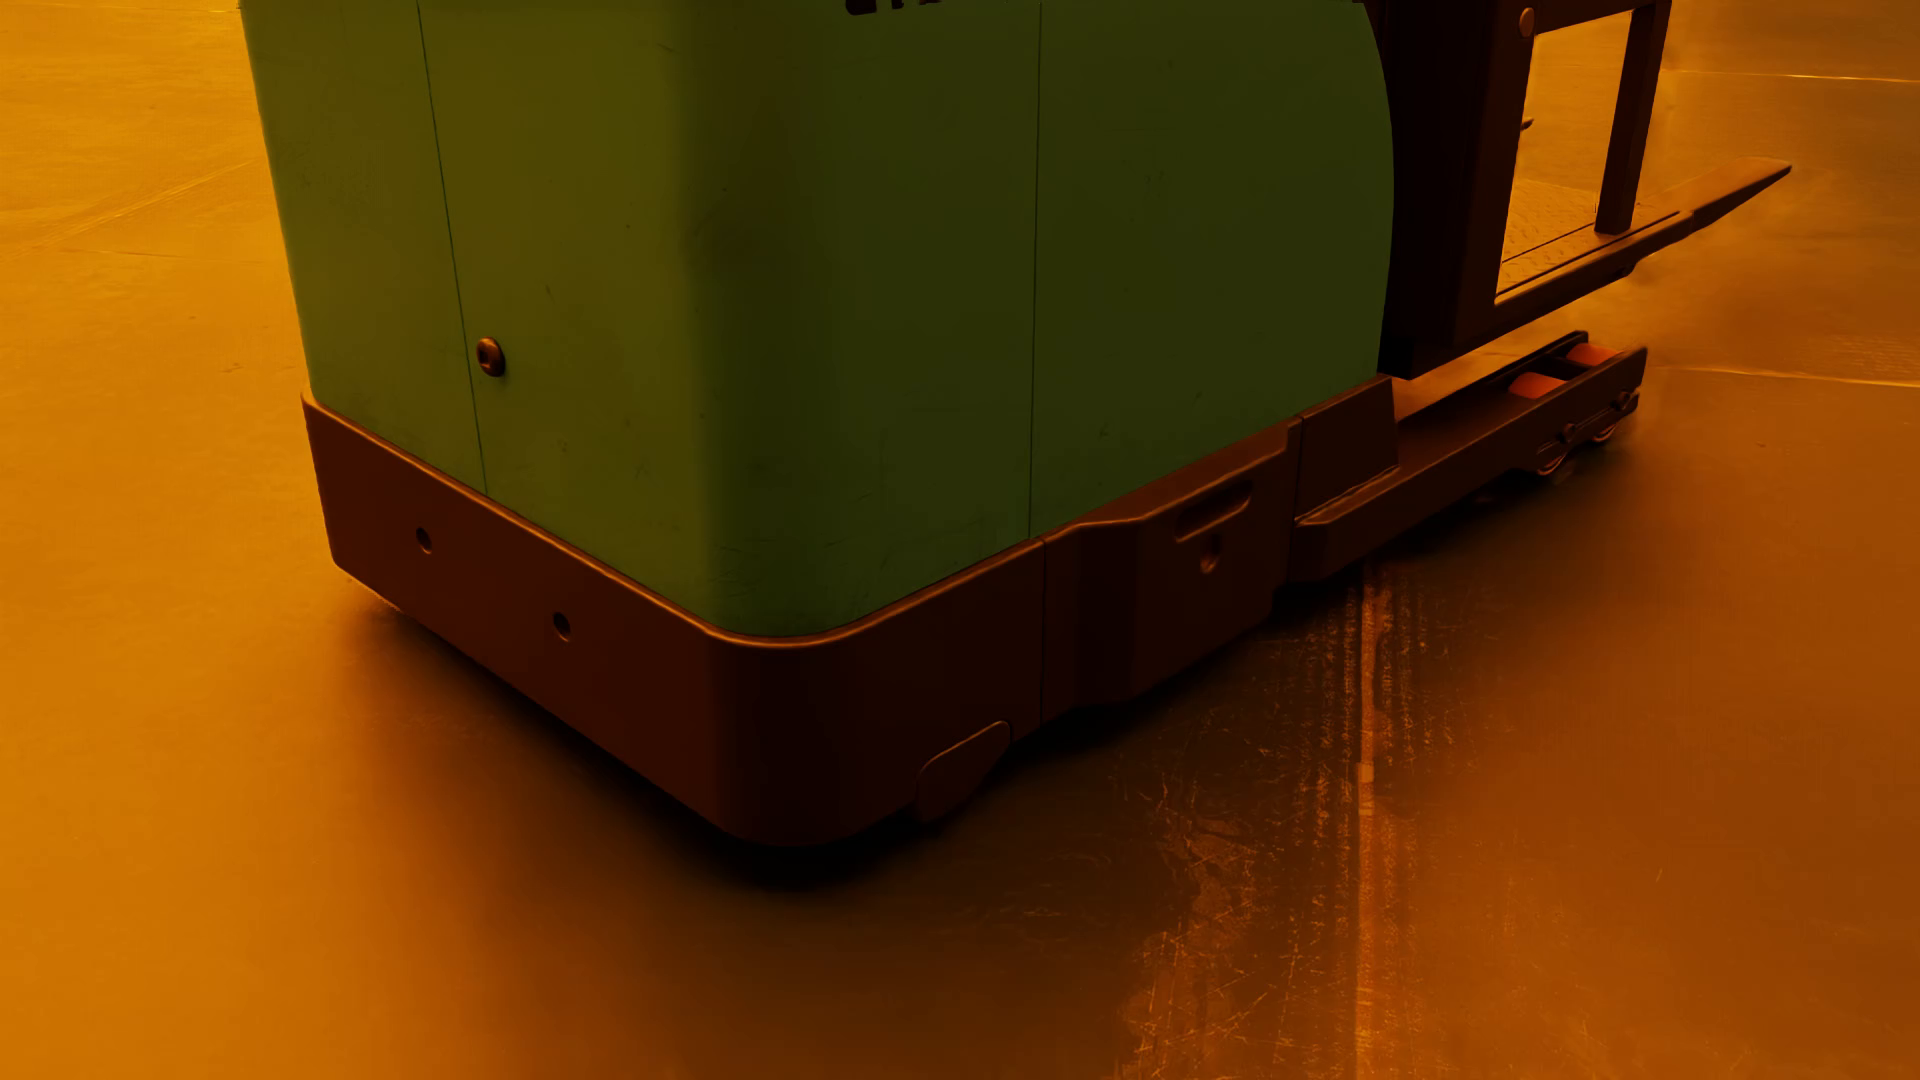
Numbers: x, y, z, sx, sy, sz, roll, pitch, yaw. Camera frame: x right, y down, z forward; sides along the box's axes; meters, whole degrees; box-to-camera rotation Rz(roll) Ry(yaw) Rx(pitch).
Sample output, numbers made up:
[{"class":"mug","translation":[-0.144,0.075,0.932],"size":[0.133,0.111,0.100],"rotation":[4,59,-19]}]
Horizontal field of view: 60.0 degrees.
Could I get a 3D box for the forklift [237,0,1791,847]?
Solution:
[{"class":"forklift","translation":[0.518,-1.558,2.335],"size":[1.130,2.935,3.031],"rotation":[24,35,39]}]
